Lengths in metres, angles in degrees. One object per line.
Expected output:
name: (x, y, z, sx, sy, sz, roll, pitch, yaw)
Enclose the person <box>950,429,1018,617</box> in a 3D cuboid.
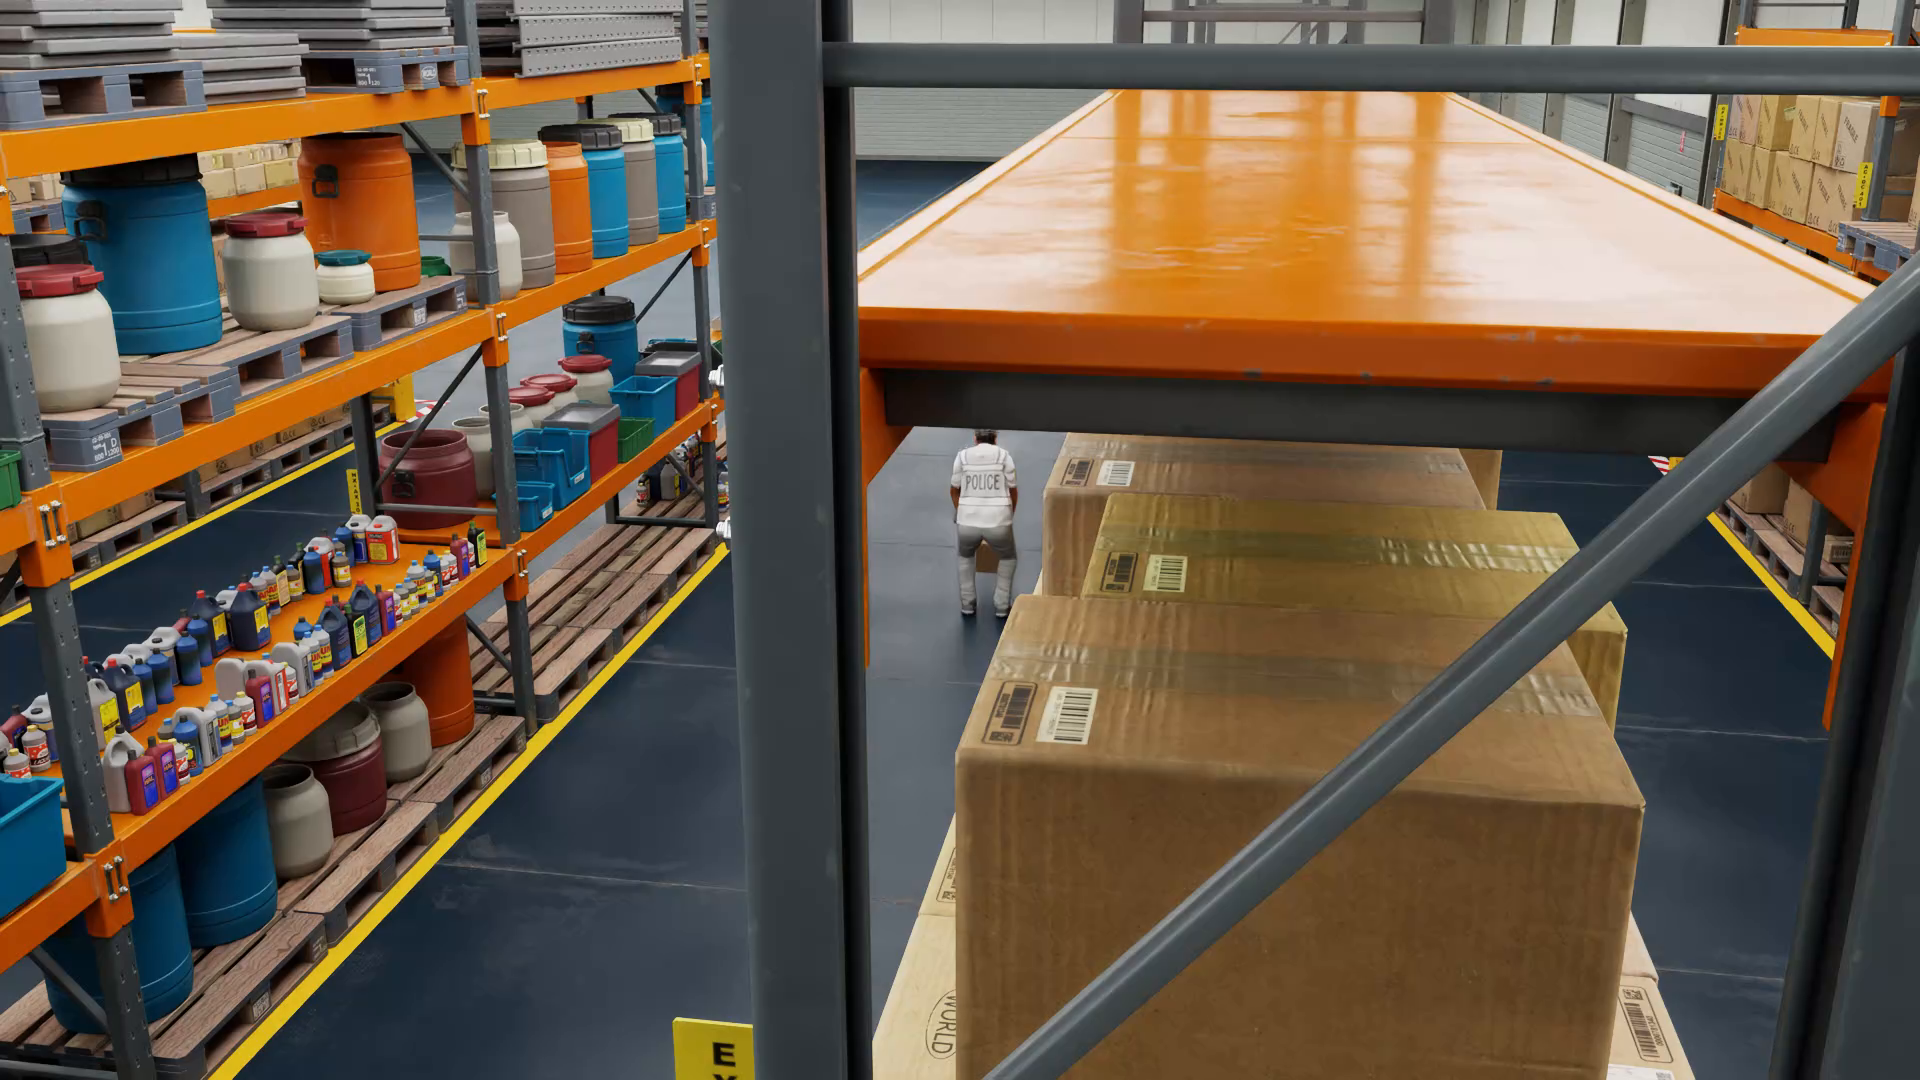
person: (0.175, -0.146, 12.821, 0.528, 1.480, 0.652, 3, 18, 9)
